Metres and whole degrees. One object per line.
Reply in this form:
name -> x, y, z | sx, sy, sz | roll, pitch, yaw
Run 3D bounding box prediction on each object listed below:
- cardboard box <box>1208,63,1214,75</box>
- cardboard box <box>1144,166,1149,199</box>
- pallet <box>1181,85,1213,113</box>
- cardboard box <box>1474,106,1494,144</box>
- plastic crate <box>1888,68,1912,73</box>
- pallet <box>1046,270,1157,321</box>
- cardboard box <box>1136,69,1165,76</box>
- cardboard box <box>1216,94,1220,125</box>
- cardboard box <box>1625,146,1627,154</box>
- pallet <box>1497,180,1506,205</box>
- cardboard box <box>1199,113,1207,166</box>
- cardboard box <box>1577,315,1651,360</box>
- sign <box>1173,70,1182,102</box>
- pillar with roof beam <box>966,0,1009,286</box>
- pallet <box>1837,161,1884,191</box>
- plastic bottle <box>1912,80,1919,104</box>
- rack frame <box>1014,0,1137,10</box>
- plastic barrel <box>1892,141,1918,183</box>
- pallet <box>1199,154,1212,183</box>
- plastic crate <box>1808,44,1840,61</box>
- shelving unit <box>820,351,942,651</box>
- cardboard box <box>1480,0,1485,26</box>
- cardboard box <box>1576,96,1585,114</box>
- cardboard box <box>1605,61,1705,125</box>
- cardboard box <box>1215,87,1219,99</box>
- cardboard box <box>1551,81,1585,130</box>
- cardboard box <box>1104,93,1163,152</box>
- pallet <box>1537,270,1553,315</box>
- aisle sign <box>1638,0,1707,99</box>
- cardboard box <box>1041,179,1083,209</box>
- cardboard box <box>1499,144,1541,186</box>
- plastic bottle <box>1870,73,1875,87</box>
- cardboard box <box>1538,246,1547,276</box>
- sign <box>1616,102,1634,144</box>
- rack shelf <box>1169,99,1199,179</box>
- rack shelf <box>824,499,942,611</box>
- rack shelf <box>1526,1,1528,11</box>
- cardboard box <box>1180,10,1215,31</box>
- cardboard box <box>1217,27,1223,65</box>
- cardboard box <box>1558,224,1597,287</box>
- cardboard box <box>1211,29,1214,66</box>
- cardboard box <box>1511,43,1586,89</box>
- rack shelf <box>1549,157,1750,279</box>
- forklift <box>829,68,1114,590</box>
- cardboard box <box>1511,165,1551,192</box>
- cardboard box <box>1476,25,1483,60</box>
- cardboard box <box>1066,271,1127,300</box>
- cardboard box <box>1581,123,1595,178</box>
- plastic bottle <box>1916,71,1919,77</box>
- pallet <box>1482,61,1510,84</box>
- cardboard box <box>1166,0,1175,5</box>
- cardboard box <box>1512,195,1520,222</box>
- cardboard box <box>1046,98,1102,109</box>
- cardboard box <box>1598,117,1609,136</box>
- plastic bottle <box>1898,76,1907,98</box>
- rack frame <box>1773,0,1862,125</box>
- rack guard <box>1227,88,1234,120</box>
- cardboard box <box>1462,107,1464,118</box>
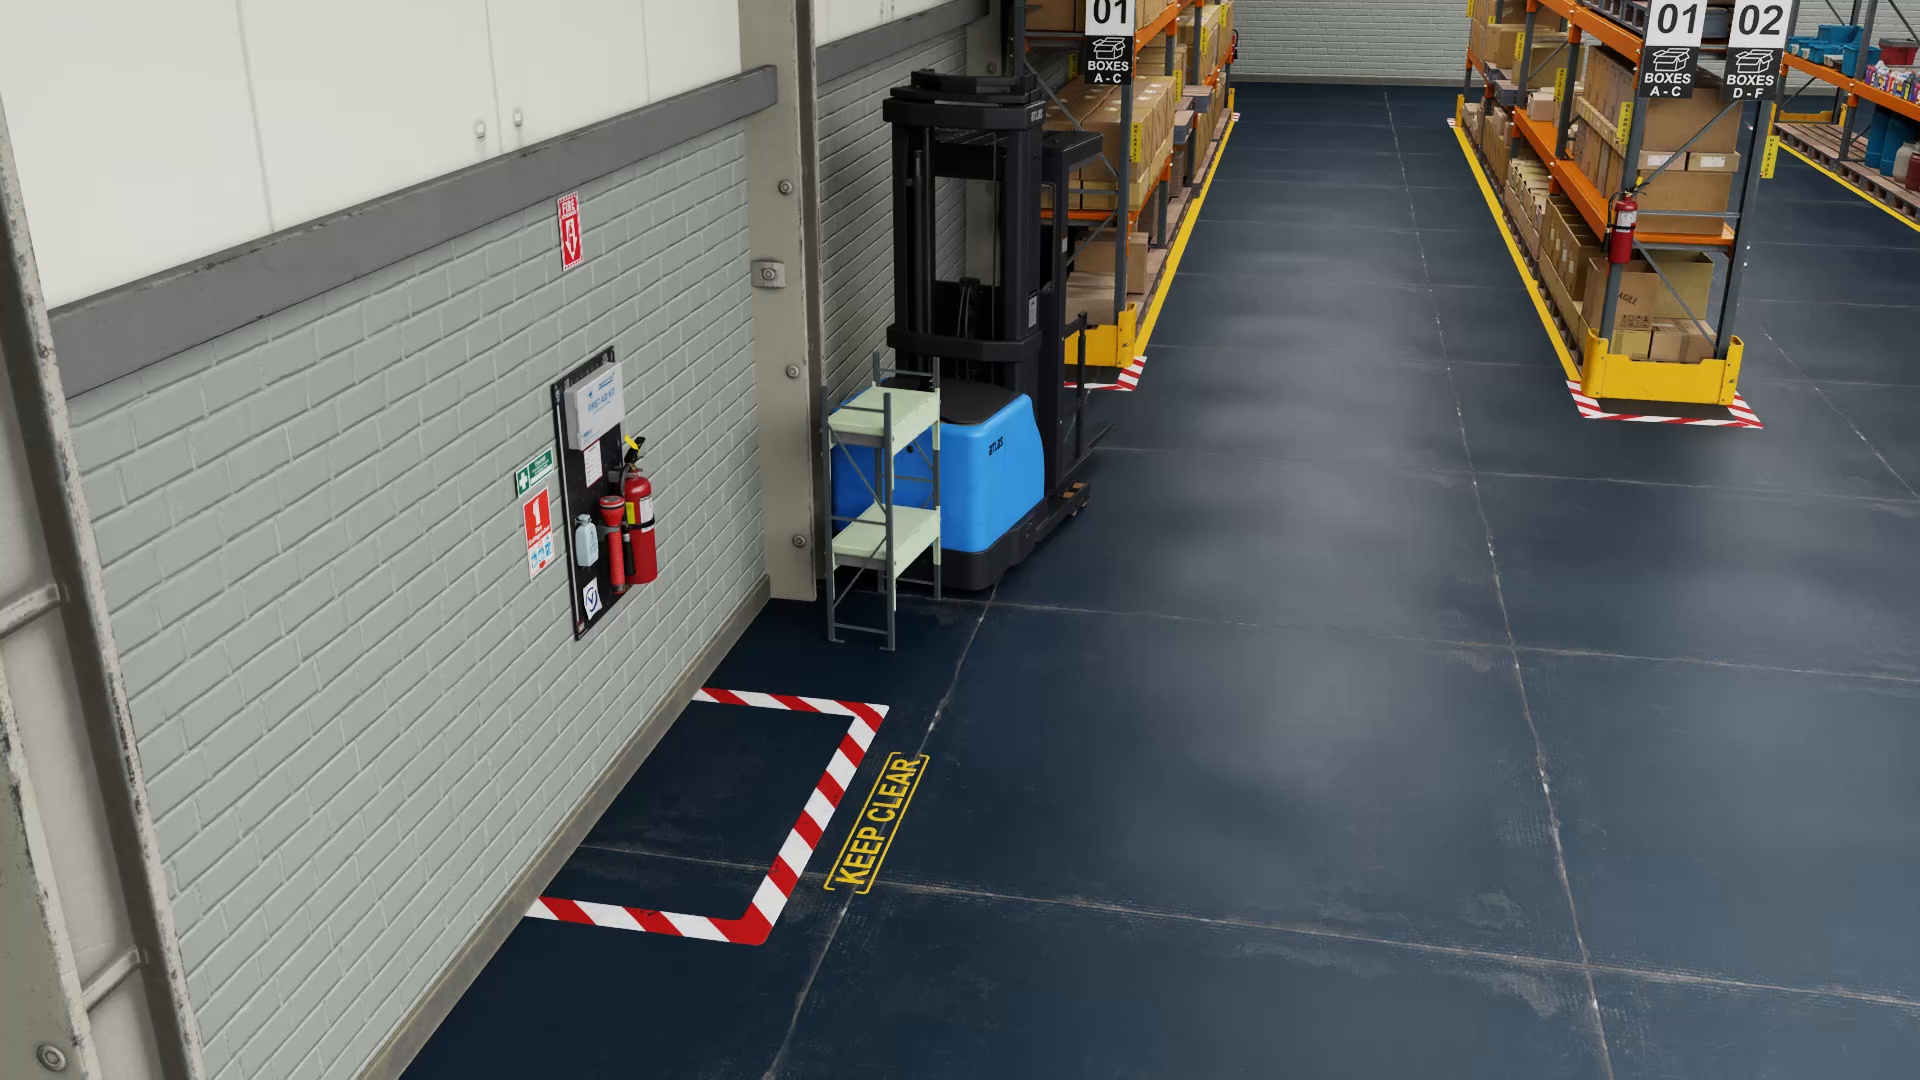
cardboard box -> 3.480, -6.832, 24.111 | 0.380, 0.149, 0.250 | 4, 22, 11
cardboard box -> 1.447, -3.267, 15.125 | 0.500, 0.250, 0.500 | 4, 22, 9
pallet -> 2.536, -5.550, 20.876 | 1.213, 0.211, 1.003 | 4, 22, 11
cardboard box -> 8.082, -6.269, 25.162 | 0.500, 0.500, 0.500 | 4, 22, 11
plastic crate -> 13.327, -6.681, 23.699 | 0.396, 0.136, 0.243 | 4, 22, 11
pallet -> 1.412, -2.456, 16.669 | 1.003, 0.211, 1.213 | 4, 22, 11
cardboard box -> 1.898, -4.879, 18.230 | 0.700, 0.500, 0.500 | 5, 22, 11
cardboard box -> 3.859, -7.043, 27.110 | 0.700, 0.500, 0.500 | 5, 22, 12
cardboard box -> 5.739, -3.203, 13.790 | 0.380, 0.149, 0.250 | 5, 22, 12
pallet -> 7.617, -4.508, 21.765 | 1.003, 0.211, 1.213 | 4, 22, 11
cardboard box -> 3.041, -5.684, 23.268 | 0.750, 0.750, 0.750 | 4, 22, 11
cardboard box -> 5.615, -1.744, 14.287 | 0.500, 0.250, 0.500 | 4, 22, 11
sign -> 2.294, -4.808, 17.618 | 0.100, 0.325, 0.005 | 4, 22, 11
pillar with roof beam -> 4.455, -5.759, 13.107 | 9.100, 9.000, 0.400 | 4, 22, 11
pallet -> 12.894, -5.043, 23.093 | 1.003, 0.211, 1.213 | 4, 22, 11
plastic bottle -> 12.174, -5.697, 21.140 | 0.061, 0.283, 0.133 | 4, 22, 11
rack frame -> 0.945, -5.765, 13.123 | 1.000, 3.000, 0.127 | 4, 22, 11
plastic barrel -> 12.617, -5.000, 22.022 | 0.421, 0.512, 0.421 | 0, 22, 0
pallet -> 3.063, -5.342, 23.835 | 1.003, 0.211, 1.213 | 4, 22, 11
plastic crate -> 13.267, -7.482, 25.560 | 0.416, 0.233, 0.300 | 4, 22, 11
shelving unit -> -0.432, -0.230, 9.417 | 0.431, 1.500, 0.755 | 8, 23, 18
cardboard box -> 8.402, -8.265, 25.889 | 0.500, 0.500, 0.500 | 4, 22, 10
cardboard box -> 6.367, -4.333, 16.594 | 0.380, 0.149, 0.250 | 4, 22, 11
cardboard box -> 6.220, -4.004, 14.909 | 0.700, 0.500, 0.500 | 4, 22, 11
cardboard box -> 3.895, -7.084, 26.344 | 0.380, 0.149, 0.250 | 5, 23, 13
cardboard box -> 7.101, -4.963, 19.028 | 0.500, 0.500, 0.500 | 3, 22, 8
cardboard box -> 1.652, -3.980, 15.890 | 0.500, 0.500, 0.500 | 5, 23, 13
pallet -> 6.408, -2.488, 16.748 | 1.003, 0.211, 1.213 | 4, 22, 11
aisle sign -> 5.494, -3.810, 12.819 | 0.394, 0.787, 0.004 | 4, 22, 11
cardboard box -> 0.850, -3.108, 14.729 | 0.500, 0.250, 0.500 | 5, 22, 12
cardboard box -> 7.389, -4.936, 21.852 | 0.500, 0.500, 0.500 | 5, 23, 13
plastic bottle -> 12.567, -6.330, 22.821 | 0.097, 0.201, 0.097 | 0, 22, 0
cardboard box -> 6.220, -2.842, 17.013 | 0.500, 0.250, 0.500 | 4, 22, 11
sign -> 5.267, -3.299, 13.164 | 0.100, 0.325, 0.005 | 4, 22, 11
rack shelf -> 2.169, -4.843, 19.826 | 1.077, 0.370, 4.000 | 4, 22, 11
rack shelf -> -0.432, 0.073, 9.538 | 0.431, 0.370, 0.720 | 8, 23, 18
rack shelf -> 7.836, -7.321, 21.964 | 1.077, 0.370, 4.000 | 4, 22, 11
cardboard box -> 3.331, -7.349, 23.524 | 0.500, 0.250, 0.500 | 5, 22, 12
cardboard box -> 3.520, -7.707, 25.574 | 0.980, 0.700, 0.700 | 5, 22, 12
cardboard box -> 5.906, -2.642, 15.512 | 0.500, 0.500, 0.500 | 4, 22, 11
cardboard box -> 3.341, -7.006, 23.676 | 0.500, 0.500, 0.500 | 4, 22, 11
cardboard box -> 7.446, -6.012, 21.070 | 0.700, 0.500, 0.500 | -3, 22, -7
rack shelf -> 6.203, -3.004, 15.260 | 1.077, 0.370, 4.000 | 4, 22, 11
forklift -> 0.249, -1.576, 10.843 | 1.130, 2.935, 3.031 | 9, 24, 21
cardboard box -> 6.934, -4.349, 20.006 | 0.500, 0.311, 0.500 | 4, 22, 10
cardboard box -> 8.402, -7.807, 26.088 | 0.500, 0.500, 0.500 | 5, 22, 12
cardboard box -> 1.291, -2.394, 15.792 | 0.500, 0.311, 0.500 | 6, 23, 15
cardboard box -> 6.426, -3.759, 16.038 | 0.700, 0.500, 0.500 | 4, 22, 10
plastic bottle -> 13.202, -6.357, 22.890 | 0.097, 0.201, 0.097 | 0, 22, 0
pallet -> 7.974, -6.622, 23.537 | 1.003, 0.211, 1.213 | 4, 22, 11
cardboard box -> 1.900, -5.688, 16.785 | 0.500, 0.500, 0.500 | 5, 22, 12
cardboard box -> 6.831, -3.907, 19.659 | 0.500, 0.250, 0.500 | 4, 22, 10
cardboard box -> 1.047, -3.831, 15.521 | 0.500, 0.500, 0.500 | 4, 22, 9
cardboard box -> 6.054, -3.766, 15.187 | 0.380, 0.149, 0.250 | 4, 22, 10
plastic bottle -> 12.318, -5.916, 21.701 | 0.097, 0.271, 0.097 | 0, 22, 0
rack frame -> 13.908, -8.079, 26.897 | 1.000, 3.000, 0.127 | 4, 22, 11
rack guard -> 4.215, -7.683, 29.261 | 1.175, 0.500, 0.348 | 4, 22, 11
cardboard box -> 8.587, -7.129, 27.743 | 0.380, 0.166, 0.250 | 4, 22, 11
